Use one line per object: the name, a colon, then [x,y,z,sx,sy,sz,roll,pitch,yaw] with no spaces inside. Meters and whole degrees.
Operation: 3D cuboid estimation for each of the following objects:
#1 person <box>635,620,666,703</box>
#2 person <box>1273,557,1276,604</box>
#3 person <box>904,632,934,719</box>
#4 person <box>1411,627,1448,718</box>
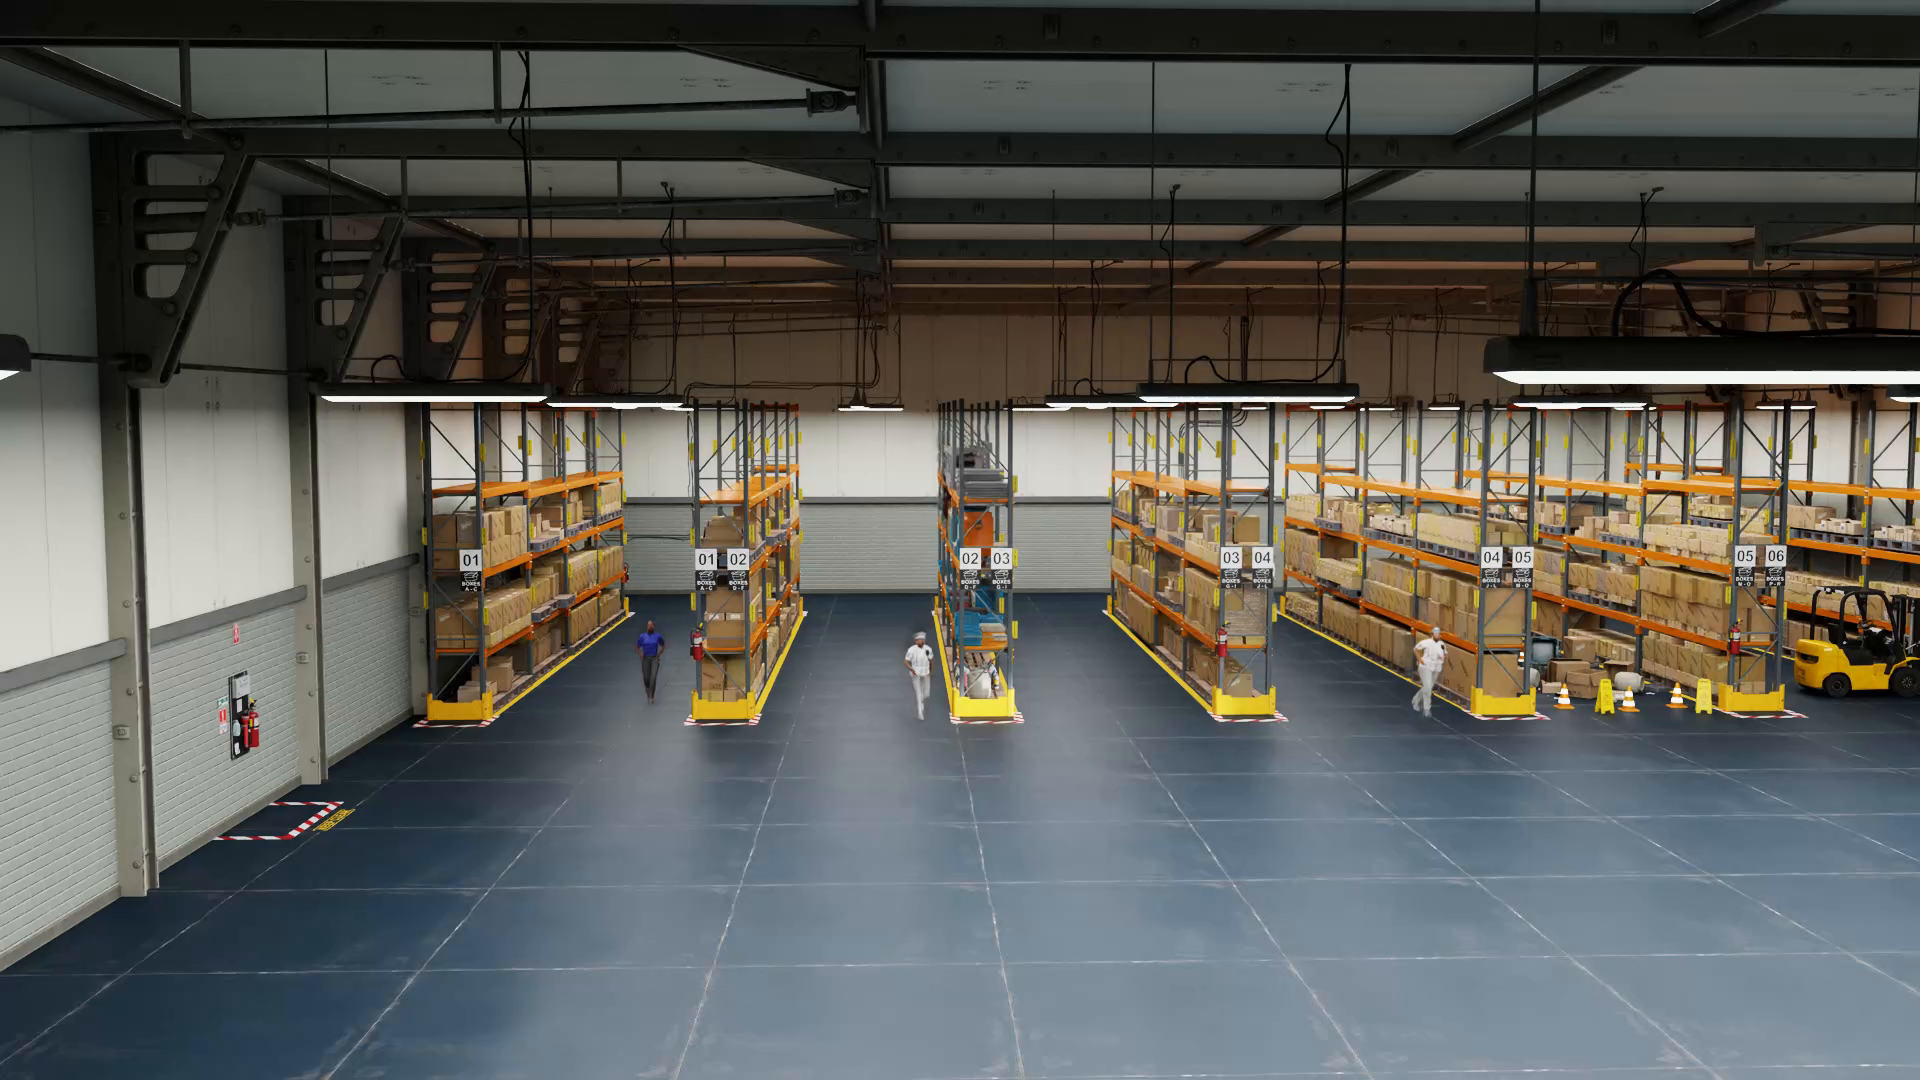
person: [-6.145,2.401,33.048,0.593,1.618,0.727,-1,4,-11]
person: [8.959,1.221,48.464,0.786,1.694,0.630,-2,5,-29]
person: [-0.757,2.542,31.274,0.592,1.668,0.585,-1,5,-16]
person: [8.998,2.506,31.791,0.623,1.704,0.819,-2,5,-20]
